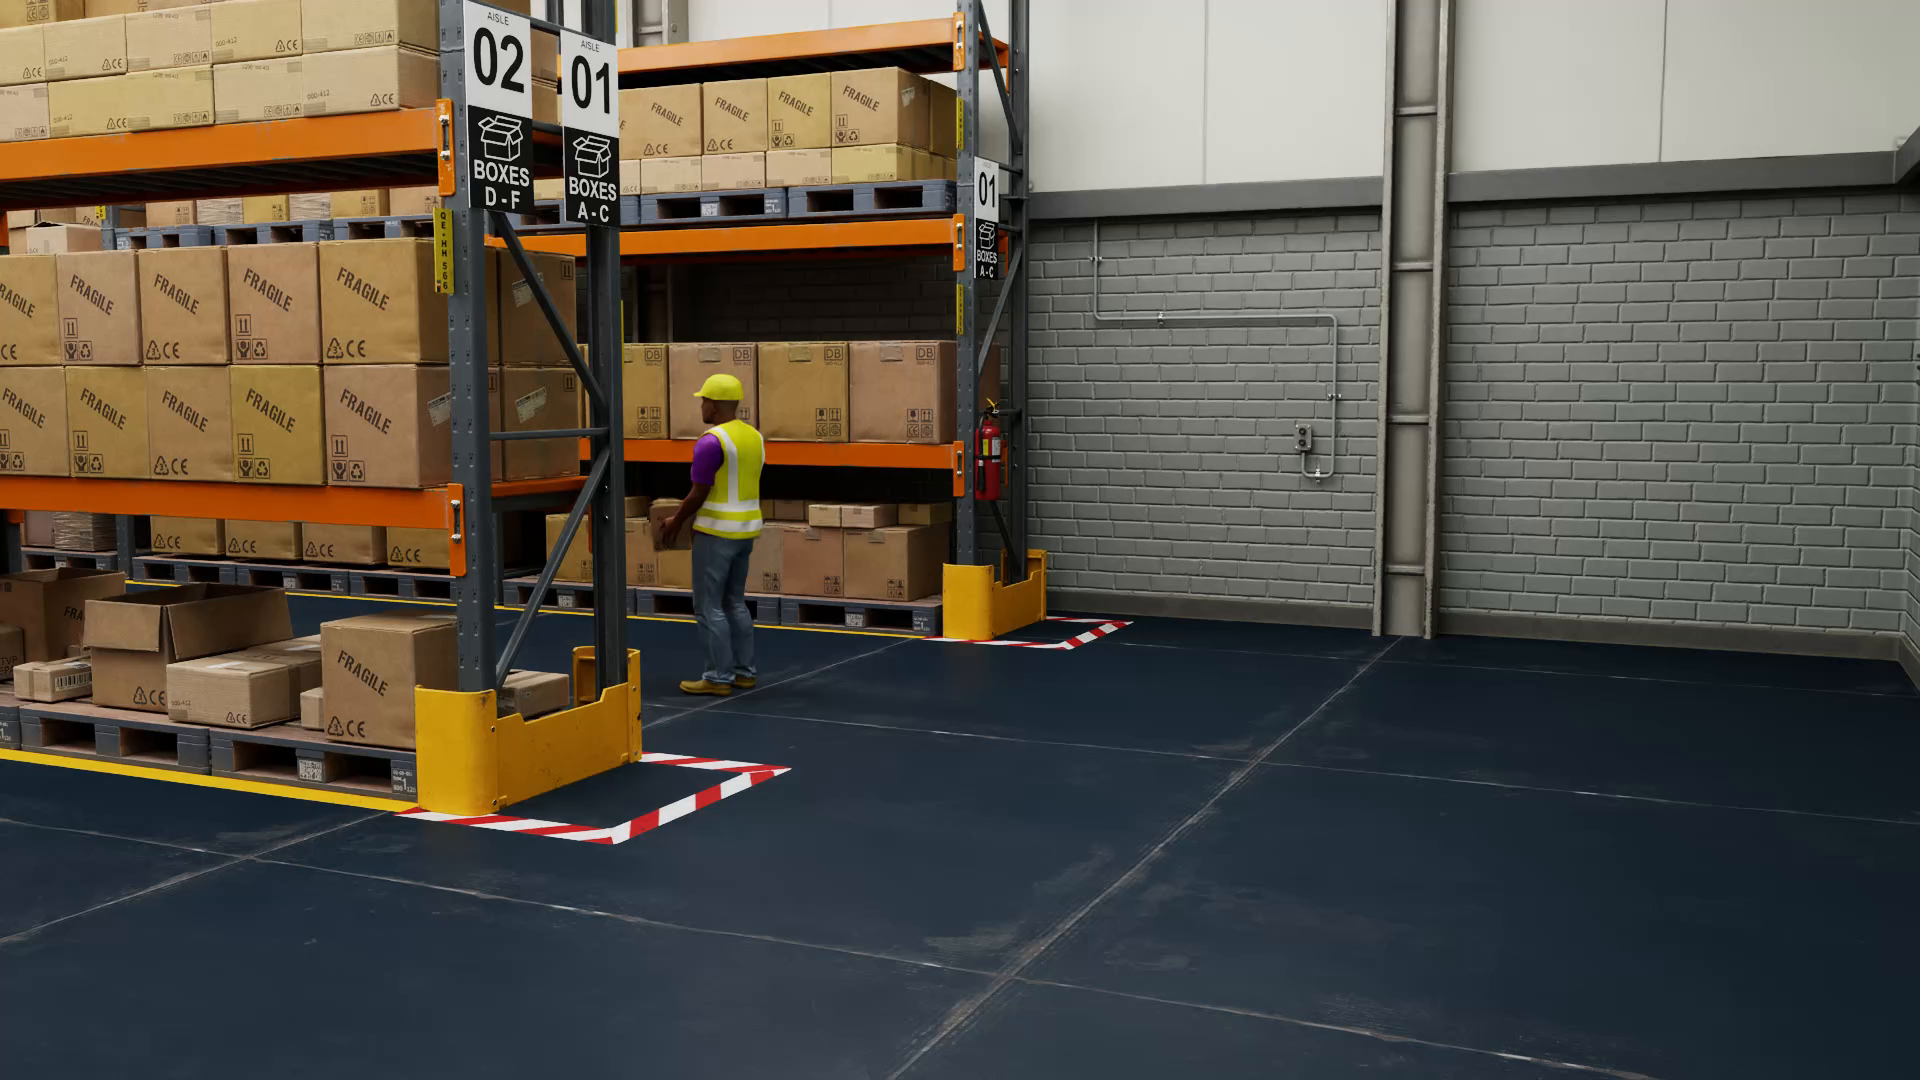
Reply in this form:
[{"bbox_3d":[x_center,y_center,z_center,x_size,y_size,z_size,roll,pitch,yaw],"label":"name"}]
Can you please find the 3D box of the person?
[{"bbox_3d":[-1.375,-0.035,9.271,0.520,1.769,0.558,2,6,23],"label":"person"}]
